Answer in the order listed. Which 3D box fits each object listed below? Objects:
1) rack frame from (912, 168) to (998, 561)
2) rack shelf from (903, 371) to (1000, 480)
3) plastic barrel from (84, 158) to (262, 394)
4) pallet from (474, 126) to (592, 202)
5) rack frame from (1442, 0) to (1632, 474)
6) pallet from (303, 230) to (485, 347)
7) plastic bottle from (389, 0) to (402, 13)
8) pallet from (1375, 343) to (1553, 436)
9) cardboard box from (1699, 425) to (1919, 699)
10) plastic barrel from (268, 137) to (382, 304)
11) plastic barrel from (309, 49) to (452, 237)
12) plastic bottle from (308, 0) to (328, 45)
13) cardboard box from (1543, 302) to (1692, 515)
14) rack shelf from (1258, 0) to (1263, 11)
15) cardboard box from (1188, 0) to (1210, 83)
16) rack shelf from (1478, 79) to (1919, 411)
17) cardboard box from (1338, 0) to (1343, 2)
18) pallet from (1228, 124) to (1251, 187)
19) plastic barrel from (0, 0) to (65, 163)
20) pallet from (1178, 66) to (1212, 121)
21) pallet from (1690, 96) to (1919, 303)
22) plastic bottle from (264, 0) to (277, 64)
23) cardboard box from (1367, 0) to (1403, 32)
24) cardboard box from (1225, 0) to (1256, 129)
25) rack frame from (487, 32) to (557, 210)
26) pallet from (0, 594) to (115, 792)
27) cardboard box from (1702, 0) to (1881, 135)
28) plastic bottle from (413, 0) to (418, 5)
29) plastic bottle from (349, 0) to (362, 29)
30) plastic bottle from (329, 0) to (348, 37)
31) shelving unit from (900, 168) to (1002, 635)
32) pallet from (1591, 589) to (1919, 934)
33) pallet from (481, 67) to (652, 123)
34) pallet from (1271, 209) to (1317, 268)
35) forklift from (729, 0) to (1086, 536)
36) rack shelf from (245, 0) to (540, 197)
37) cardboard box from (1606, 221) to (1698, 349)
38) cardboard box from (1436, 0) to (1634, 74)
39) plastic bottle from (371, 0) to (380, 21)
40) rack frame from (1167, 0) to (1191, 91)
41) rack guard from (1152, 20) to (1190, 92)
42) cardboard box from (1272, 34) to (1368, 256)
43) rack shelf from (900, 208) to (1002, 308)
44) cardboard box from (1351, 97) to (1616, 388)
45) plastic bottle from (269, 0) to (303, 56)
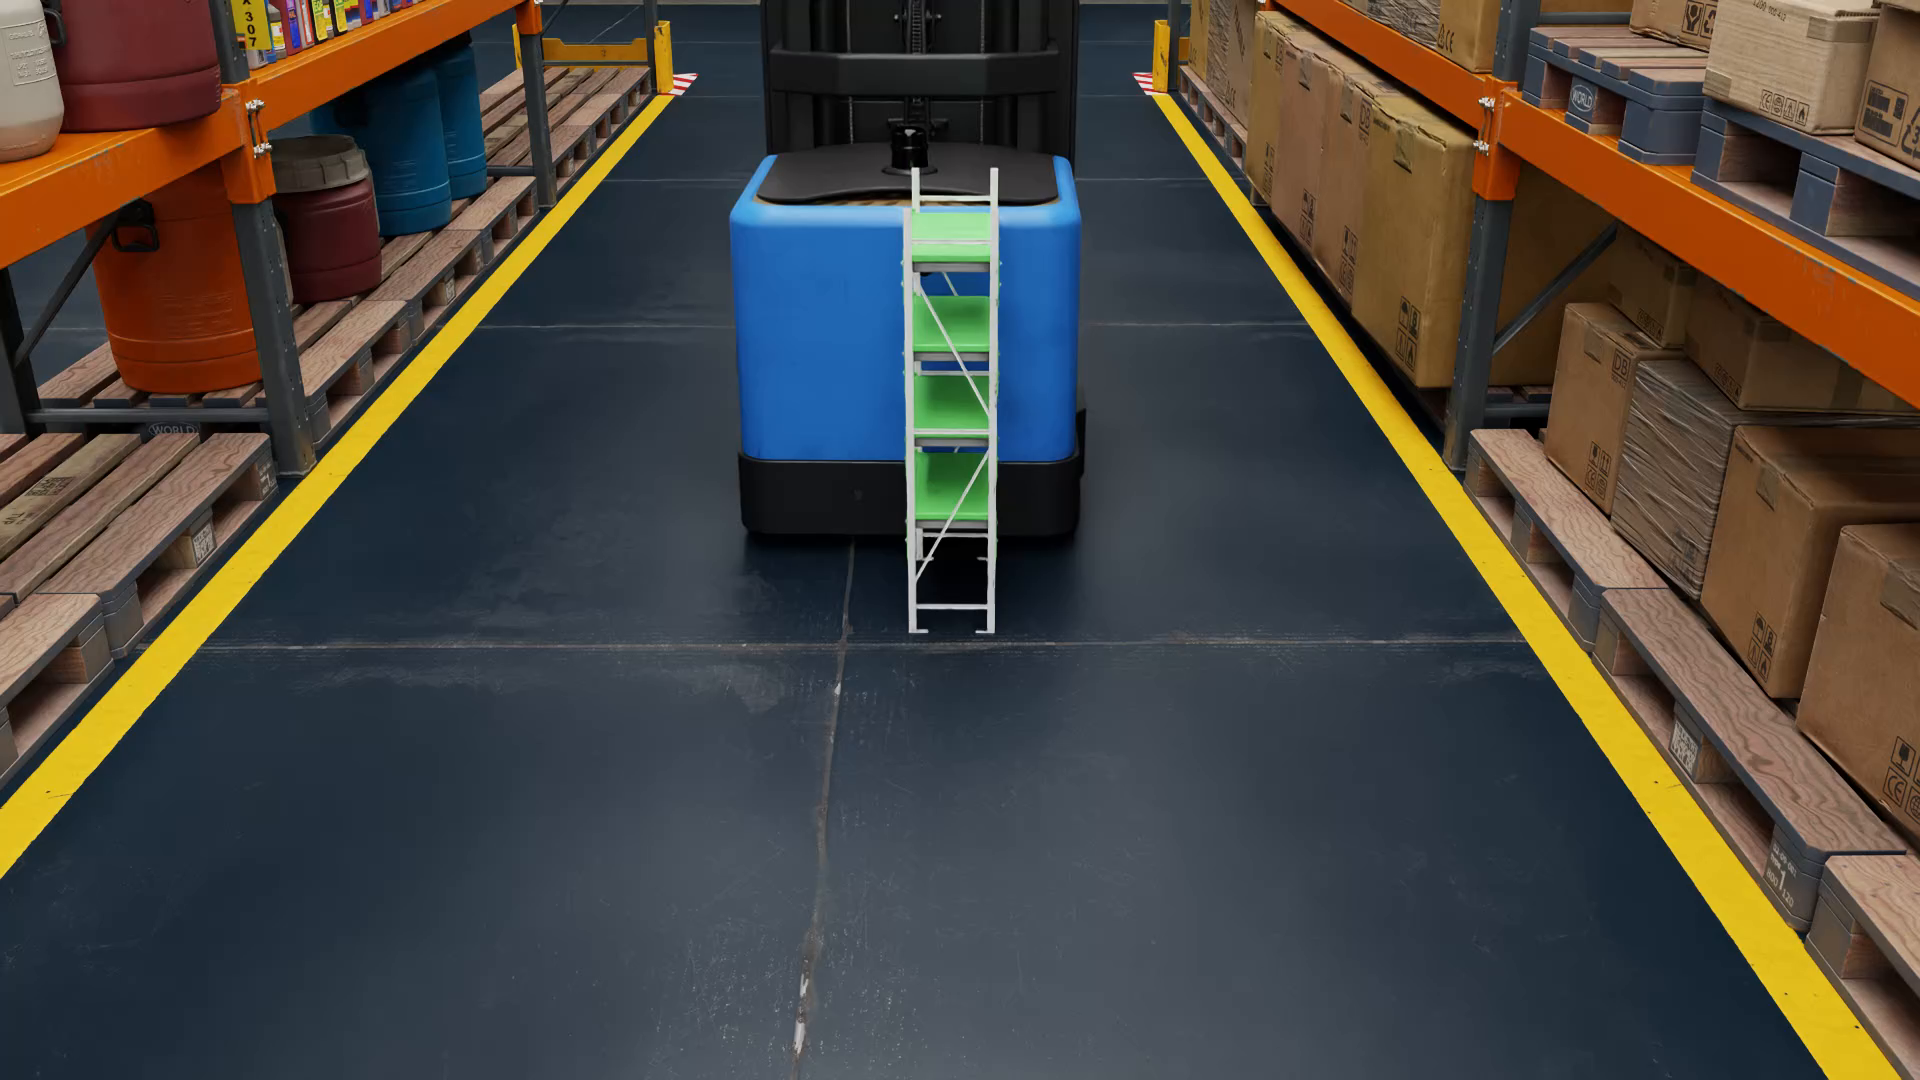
[{"bbox_3d":[-0.014,-0.486,4.869,0.240,1.200,0.015,0,24,1],"label":"rack frame"},{"bbox_3d":[-0.019,-0.327,4.673,0.258,0.148,0.480,0,24,1],"label":"rack shelf"},{"bbox_3d":[-2.774,-1.006,5.958,0.600,0.830,0.708,0,24,-1],"label":"plastic barrel"},{"bbox_3d":[-2.842,-2.282,10.040,1.003,0.211,1.213,0,24,-1],"label":"pallet"},{"bbox_3d":[2.201,-1.624,5.201,1.000,3.000,0.127,0,24,-1],"label":"rack frame"},{"bbox_3d":[-2.813,-1.157,7.553,1.003,0.211,1.213,0,24,-1],"label":"pallet"},{"bbox_3d":[-2.446,-2.396,6.968,0.144,0.351,0.185,0,24,-1],"label":"plastic bottle"},{"bbox_3d":[2.268,-0.679,6.494,1.003,0.211,1.213,0,24,-1],"label":"pallet"},{"bbox_3d":[2.260,0.053,3.993,0.700,0.500,0.500,2,24,4],"label":"cardboard box"},{"bbox_3d":[-2.787,-1.361,7.036,0.600,0.588,0.708,0,24,-1],"label":"plastic barrel"},{"bbox_3d":[-2.799,-1.969,8.001,0.600,0.901,0.708,0,24,-1],"label":"plastic barrel"},{"bbox_3d":[-2.394,-1.974,6.117,0.061,0.283,0.133,0,24,-1],"label":"plastic bottle"},{"bbox_3d":[2.228,-0.409,5.015,0.700,0.500,0.500,-2,24,-3],"label":"cardboard box"},{"bbox_3d":[2.135,-3.769,10.815,1.077,0.370,4.000,0,24,-1],"label":"rack shelf"},{"bbox_3d":[2.201,-3.880,12.258,0.875,0.875,0.875,0,24,-1],"label":"cardboard box"},{"bbox_3d":[2.223,-0.472,3.527,1.077,0.370,4.000,0,24,-1],"label":"rack shelf"},{"bbox_3d":[1.924,-2.714,7.489,0.500,0.500,0.500,-1,24,-2],"label":"cardboard box"},{"bbox_3d":[2.227,-2.315,10.113,1.003,0.211,1.213,0,24,-1],"label":"pallet"},{"bbox_3d":[-2.527,-1.230,4.193,0.421,0.512,0.421,0,24,0],"label":"plastic barrel"},{"bbox_3d":[2.201,-3.321,12.336,1.003,0.211,1.213,0,24,-1],"label":"pallet"},{"bbox_3d":[2.263,-0.721,3.437,1.003,0.211,1.213,0,24,-1],"label":"pallet"},{"bbox_3d":[-2.407,-1.771,5.681,0.097,0.271,0.097,0,24,0],"label":"plastic bottle"},{"bbox_3d":[1.939,-2.291,6.554,0.500,0.500,0.500,-1,24,-2],"label":"cardboard box"},{"bbox_3d":[2.220,-3.139,10.618,0.875,0.875,0.875,0,24,-1],"label":"cardboard box"},{"bbox_3d":[-2.795,-3.250,8.796,1.000,3.000,0.127,0,24,-1],"label":"rack frame"},{"bbox_3d":[-2.772,0.490,3.911,1.003,0.211,1.213,0,24,-1],"label":"pallet"},{"bbox_3d":[1.989,-1.055,3.616,0.500,0.250,0.500,-1,24,-2],"label":"cardboard box"},{"bbox_3d":[-2.426,-2.441,7.249,0.097,0.201,0.097,0,24,0],"label":"plastic bottle"},{"bbox_3d":[-2.417,-2.151,6.523,0.097,0.271,0.097,0,24,0],"label":"plastic bottle"},{"bbox_3d":[-2.397,-2.069,6.327,0.061,0.283,0.133,0,24,-1],"label":"plastic bottle"},{"bbox_3d":[-0.019,-0.385,4.646,0.258,1.200,0.503,0,24,1],"label":"shelving unit"},{"bbox_3d":[2.218,0.470,3.954,1.003,0.211,1.213,0,24,-1],"label":"pallet"},{"bbox_3d":[-2.869,-3.288,12.263,1.003,0.211,1.213,0,24,-1],"label":"pallet"},{"bbox_3d":[2.241,-1.684,8.717,1.003,0.211,1.213,0,24,-1],"label":"pallet"},{"bbox_3d":[-0.132,-1.909,5.913,1.130,2.935,3.031,0,24,1],"label":"forklift"},{"bbox_3d":[-2.774,-2.098,7.122,1.077,0.370,4.000,0,24,-1],"label":"rack shelf"},{"bbox_3d":[2.238,-0.751,4.860,0.500,0.250,0.500,1,24,2],"label":"cardboard box"},{"bbox_3d":[1.948,-1.872,5.627,0.500,0.500,0.500,0,24,1],"label":"cardboard box"},{"bbox_3d":[-2.420,-2.247,6.733,0.097,0.271,0.097,0,24,0],"label":"plastic bottle"},{"bbox_3d":[2.114,-4.920,12.489,1.000,3.000,0.127,0,24,-1],"label":"rack frame"},{"bbox_3d":[2.113,-3.791,13.026,1.175,0.500,0.348,0,24,-1],"label":"rack guard"},{"bbox_3d":[2.195,-1.864,7.799,1.225,0.875,0.875,-1,24,-2],"label":"cardboard box"},{"bbox_3d":[-0.019,-0.765,4.475,0.258,0.148,0.480,0,24,1],"label":"rack shelf"},{"bbox_3d":[2.214,-1.132,6.181,1.225,0.875,0.875,-1,24,-3],"label":"cardboard box"},{"bbox_3d":[-2.391,-1.864,5.873,0.061,0.283,0.133,0,24,-1],"label":"plastic bottle"}]
